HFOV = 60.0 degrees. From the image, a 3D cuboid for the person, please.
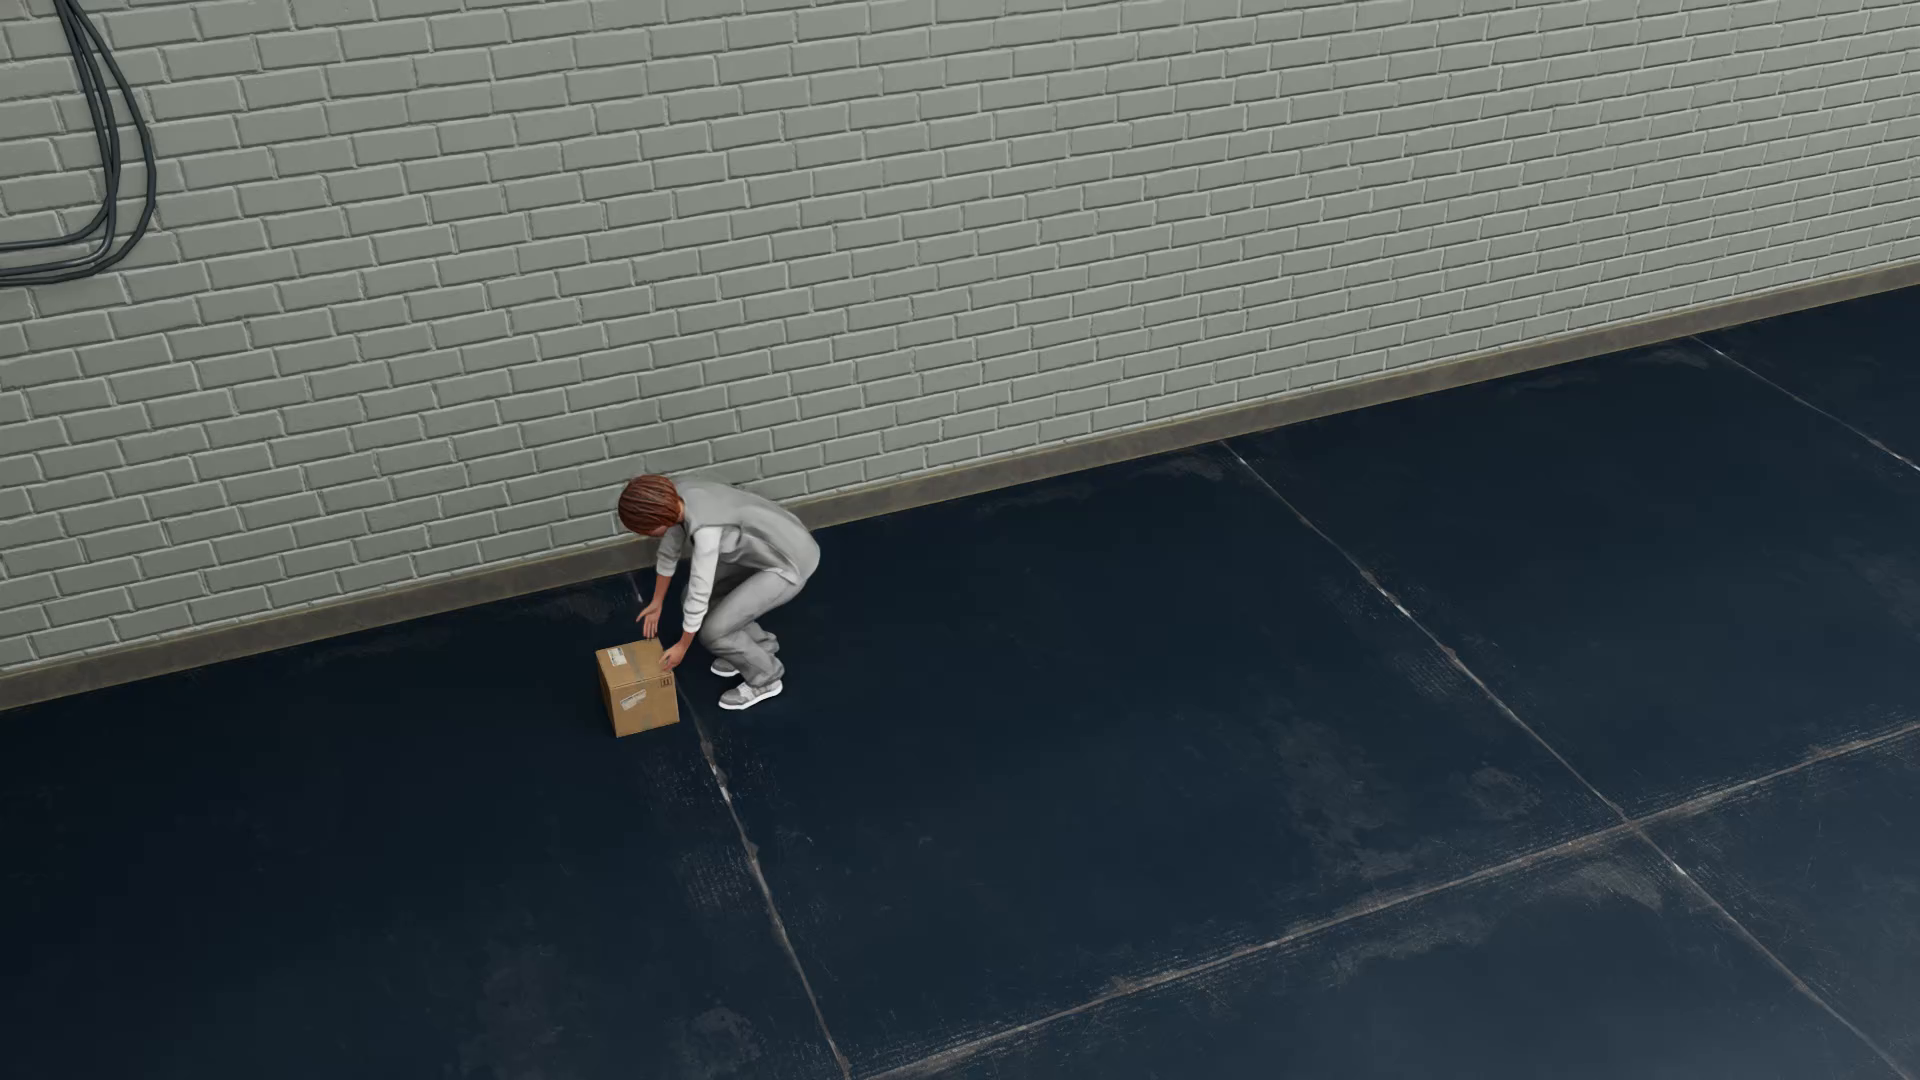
[{"bbox_3d":[-0.896,0.169,6.382,0.751,1.061,0.461,-13,36,-19],"label":"person"}]
